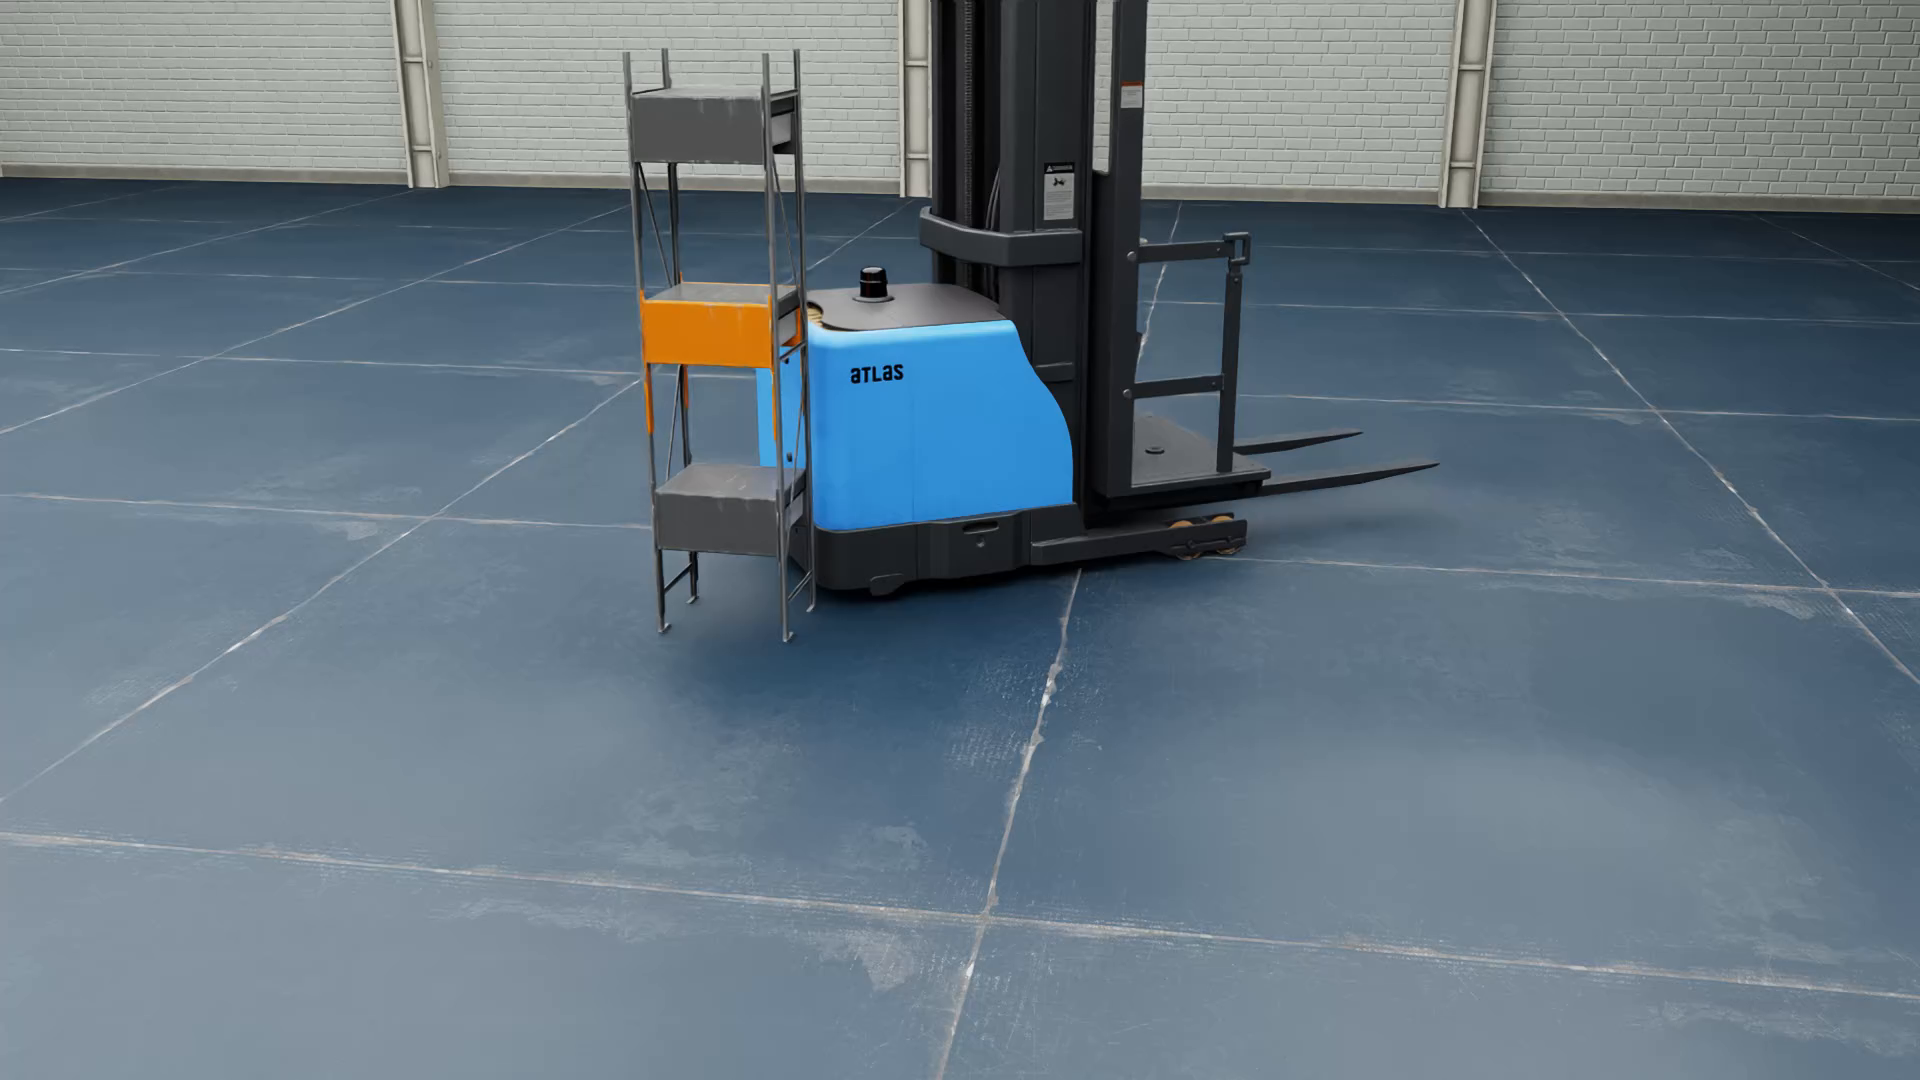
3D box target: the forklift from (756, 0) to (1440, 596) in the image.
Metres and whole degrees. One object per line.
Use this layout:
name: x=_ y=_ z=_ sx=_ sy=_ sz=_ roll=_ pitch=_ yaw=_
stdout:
forklift: x=0.686 y=-1.450 z=7.017 sx=3.031 sy=2.935 sz=1.130 roll=-7 pitch=20 yaw=-21

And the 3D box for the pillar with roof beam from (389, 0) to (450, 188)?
pillar with roof beam: x=-7.076 y=-7.183 z=14.587 sx=0.400 sy=9.000 sz=9.100 roll=3 pitch=19 yaw=9

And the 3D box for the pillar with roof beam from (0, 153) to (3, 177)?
pillar with roof beam: x=-13.000 y=-7.485 z=15.490 sx=0.400 sy=9.000 sz=9.100 roll=3 pitch=19 yaw=9

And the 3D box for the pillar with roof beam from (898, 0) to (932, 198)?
pillar with roof beam: x=-1.152 y=-6.881 z=13.685 sx=0.400 sy=9.000 sz=9.100 roll=3 pitch=19 yaw=9

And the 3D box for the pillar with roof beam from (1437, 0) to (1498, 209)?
pillar with roof beam: x=4.773 y=-6.579 z=12.782 sx=0.400 sy=9.000 sz=9.100 roll=3 pitch=19 yaw=9

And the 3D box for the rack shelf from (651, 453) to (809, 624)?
rack shelf: x=-0.850 y=-0.013 z=6.282 sx=0.480 sy=0.518 sz=0.431 roll=4 pitch=19 yaw=10

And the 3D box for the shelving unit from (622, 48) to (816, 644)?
shelving unit: x=-0.850 y=-0.690 z=6.055 sx=0.503 sy=2.100 sz=0.431 roll=4 pitch=19 yaw=10

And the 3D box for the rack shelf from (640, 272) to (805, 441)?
rack shelf: x=-0.850 y=-0.677 z=6.060 sx=0.480 sy=0.518 sz=0.431 roll=4 pitch=19 yaw=10

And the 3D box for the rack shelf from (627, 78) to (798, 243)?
rack shelf: x=-0.850 y=-1.341 z=5.837 sx=0.480 sy=0.518 sz=0.431 roll=4 pitch=19 yaw=10

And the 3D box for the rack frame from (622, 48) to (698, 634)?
rack frame: x=-1.089 y=-0.704 z=6.099 sx=0.015 sy=2.100 sz=0.400 roll=4 pitch=19 yaw=10

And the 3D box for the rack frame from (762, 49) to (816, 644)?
rack frame: x=-0.610 y=-0.675 z=6.011 sx=0.015 sy=2.100 sz=0.400 roll=4 pitch=19 yaw=10
